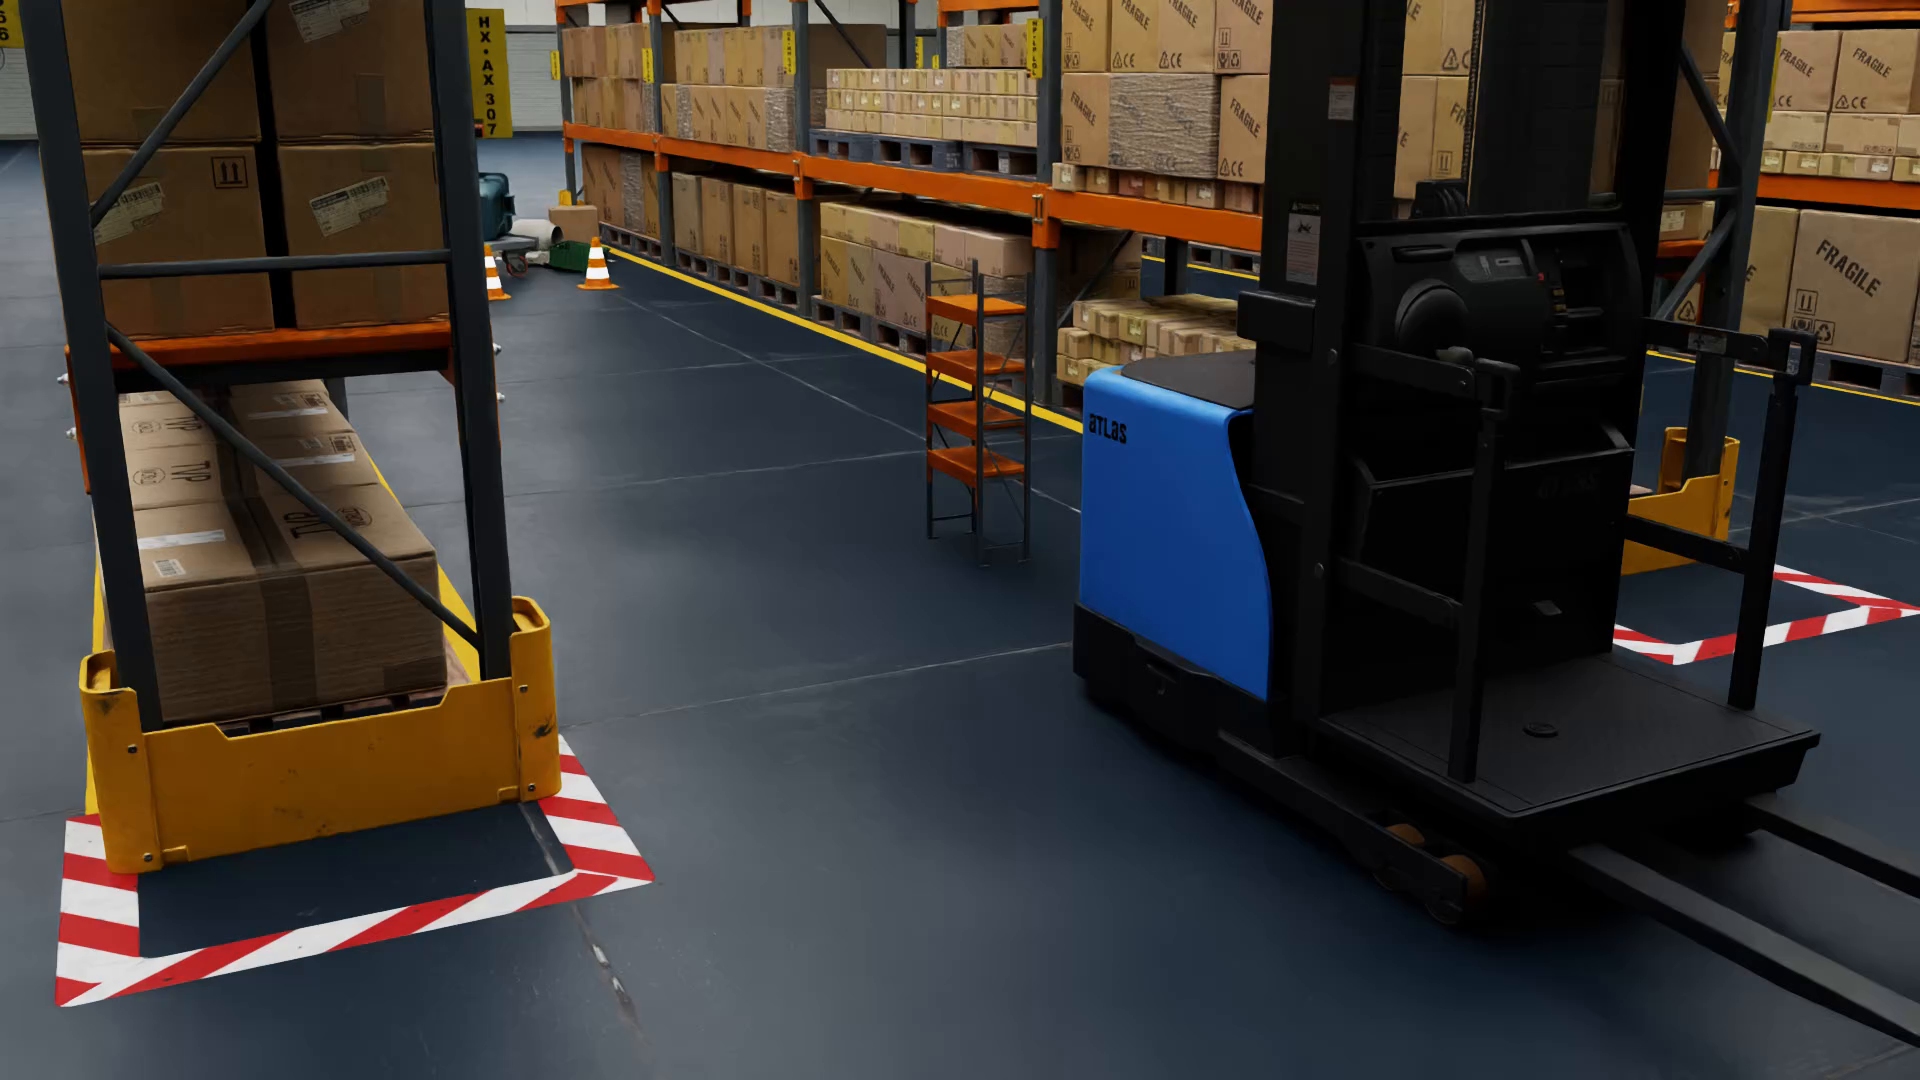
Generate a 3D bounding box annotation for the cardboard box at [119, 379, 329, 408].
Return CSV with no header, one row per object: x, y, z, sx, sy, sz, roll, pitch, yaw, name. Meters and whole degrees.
-3.304,-0.490,7.403,0.875,0.438,0.875,-8,18,-26,cardboard box

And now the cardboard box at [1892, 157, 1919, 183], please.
5.940,-2.265,10.161,0.380,0.149,0.250,-8,18,-26,cardboard box

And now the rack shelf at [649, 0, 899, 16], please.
-1.706,-4.895,14.736,1.077,0.370,4.000,-8,18,-25,rack shelf

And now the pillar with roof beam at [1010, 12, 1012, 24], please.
-2.402,-17.390,51.535,9.100,9.000,0.400,-8,18,-25,pillar with roof beam

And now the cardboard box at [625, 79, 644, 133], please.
-3.016,-4.591,17.538,0.875,0.550,0.550,-8,18,-25,cardboard box

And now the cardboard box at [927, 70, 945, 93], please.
0.001,-3.077,11.152,0.380,0.149,0.250,-9,18,-27,cardboard box

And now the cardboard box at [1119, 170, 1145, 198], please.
1.096,-1.966,9.118,0.380,0.149,0.250,-9,18,-27,cardboard box

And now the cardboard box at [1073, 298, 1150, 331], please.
0.887,-1.318,9.735,0.380,0.149,0.250,-7,17,-23,cardboard box

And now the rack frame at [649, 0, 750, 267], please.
-2.582,-4.295,16.779,1.000,3.000,0.127,-8,18,-25,rack frame

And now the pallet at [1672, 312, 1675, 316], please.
5.020,-1.727,12.887,1.003,0.211,1.213,-8,18,-25,pallet

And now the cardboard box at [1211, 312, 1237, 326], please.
1.619,-1.179,9.249,0.380,0.149,0.250,-7,17,-23,cardboard box

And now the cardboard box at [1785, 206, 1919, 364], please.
6.037,-1.670,10.721,0.875,0.875,0.875,-8,18,-25,cardboard box

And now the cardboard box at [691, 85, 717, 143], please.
-2.155,-3.931,15.328,0.500,0.500,0.500,-8,18,-25,cardboard box

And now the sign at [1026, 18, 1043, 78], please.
0.425,-2.800,9.470,0.100,0.325,0.005,-8,18,-25,sign

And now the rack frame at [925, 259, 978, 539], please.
-0.034,-0.596,7.153,0.240,1.200,0.015,-8,18,-25,rack frame

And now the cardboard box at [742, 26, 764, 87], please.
-1.467,-4.196,14.442,0.700,0.500,0.500,-8,18,-26,cardboard box

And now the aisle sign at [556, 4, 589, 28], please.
-4.635,-6.518,19.812,0.394,0.787,0.004,-8,18,-25,aisle sign

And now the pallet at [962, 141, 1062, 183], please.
0.718,-2.426,10.615,1.003,0.211,1.213,-8,18,-25,pallet

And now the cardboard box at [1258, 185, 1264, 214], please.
1.662,-1.639,7.980,0.380,0.149,0.250,-7,18,-24,cardboard box

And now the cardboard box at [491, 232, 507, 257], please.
-4.991,-3.184,17.866,0.396,0.266,0.258,-5,17,-15,cardboard box

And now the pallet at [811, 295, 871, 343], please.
-0.489,-1.769,13.032,1.003,0.211,1.213,-8,18,-25,pallet

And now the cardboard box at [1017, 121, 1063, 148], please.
0.571,-2.467,10.103,0.380,0.149,0.250,-8,18,-26,cardboard box

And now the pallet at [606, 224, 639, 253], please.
-3.384,-3.455,18.909,1.003,0.211,1.213,-8,18,-25,pallet

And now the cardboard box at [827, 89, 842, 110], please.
-0.799,-3.383,12.756,0.380,0.149,0.250,-7,17,-22,cardboard box

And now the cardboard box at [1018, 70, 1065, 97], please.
0.571,-2.754,10.026,0.380,0.149,0.250,-7,17,-22,cardboard box

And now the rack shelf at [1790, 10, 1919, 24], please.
14.403,-8.257,26.451,1.077,0.370,4.000,-8,18,-25,rack shelf

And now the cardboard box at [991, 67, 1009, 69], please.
0.892,-5.674,20.863,0.875,0.500,0.500,-8,18,-25,cardboard box

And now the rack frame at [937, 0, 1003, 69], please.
0.168,-5.861,22.236,1.000,3.000,0.127,-8,18,-25,rack frame

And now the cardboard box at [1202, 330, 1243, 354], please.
1.476,-0.994,8.603,0.380,0.149,0.250,-8,18,-27,cardboard box

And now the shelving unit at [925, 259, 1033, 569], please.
0.073,-0.536,6.942,0.258,1.200,0.503,-8,18,-25,shelving unit

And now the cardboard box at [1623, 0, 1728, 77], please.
2.717,-2.134,6.717,0.500,0.500,0.500,-8,18,-25,cardboard box

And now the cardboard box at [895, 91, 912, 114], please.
-0.233,-3.064,11.644,0.380,0.149,0.250,-8,18,-25,cardboard box

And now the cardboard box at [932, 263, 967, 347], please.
0.147,-1.592,11.130,0.500,0.500,0.500,-8,18,-26,cardboard box

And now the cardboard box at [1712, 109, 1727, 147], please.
5.396,-2.808,11.331,0.500,0.250,0.500,-8,18,-26,cardboard box

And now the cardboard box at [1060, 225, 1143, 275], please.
0.836,-1.887,10.800,0.500,0.250,0.500,-9,18,-27,cardboard box

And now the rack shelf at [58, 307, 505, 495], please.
-2.607,-0.846,6.066,1.077,0.370,4.000,-8,18,-25,rack shelf

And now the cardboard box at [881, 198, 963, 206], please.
-0.295,-2.526,13.026,0.500,0.250,0.500,-8,18,-26,cardboard box

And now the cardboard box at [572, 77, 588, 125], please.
-4.131,-5.272,19.913,0.875,0.550,0.550,-8,18,-25,cardboard box

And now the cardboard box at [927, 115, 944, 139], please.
-0.003,-2.789,11.227,0.380,0.149,0.250,-7,17,-22,cardboard box

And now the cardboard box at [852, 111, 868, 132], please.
-0.579,-3.115,12.363,0.380,0.149,0.250,-7,17,-22,cardboard box

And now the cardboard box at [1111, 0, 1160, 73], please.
1.142,-2.715,8.740,0.500,0.500,0.500,-8,18,-27,cardboard box

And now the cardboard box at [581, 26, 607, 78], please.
-3.760,-5.501,18.751,0.875,0.550,0.550,-8,18,-25,cardboard box

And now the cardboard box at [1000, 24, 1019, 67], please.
0.822,-5.991,20.158,0.500,0.500,0.500,-8,18,-25,cardboard box

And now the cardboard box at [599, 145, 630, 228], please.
-3.591,-4.089,19.153,0.875,0.875,0.875,-8,18,-26,cardboard box

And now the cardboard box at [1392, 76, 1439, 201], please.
2.026,-1.719,7.083,0.500,0.500,0.500,-8,18,-26,cardboard box

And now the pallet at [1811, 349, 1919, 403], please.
6.227,-1.044,10.507,1.003,0.211,1.213,-8,18,-25,pallet

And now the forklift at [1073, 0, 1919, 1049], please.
1.506,-0.621,4.102,1.130,2.935,3.031,-8,18,-27,forklift

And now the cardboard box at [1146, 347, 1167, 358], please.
1.240,-0.982,9.102,0.380,0.149,0.250,-9,18,-28,cardboard box

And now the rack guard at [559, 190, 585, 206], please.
-4.345,-4.091,20.601,1.175,0.500,0.348,-8,18,-25,rack guard

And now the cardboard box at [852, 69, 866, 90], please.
-0.578,-3.404,12.292,0.380,0.149,0.250,-8,18,-25,cardboard box

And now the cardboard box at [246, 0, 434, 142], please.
-1.685,-1.378,4.622,0.500,0.500,0.500,-8,18,-26,cardboard box

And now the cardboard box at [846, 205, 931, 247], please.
-0.523,-2.338,12.370,0.500,0.250,0.500,-8,18,-26,cardboard box

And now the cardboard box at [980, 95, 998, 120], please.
0.348,-2.737,10.506,0.380,0.149,0.250,-7,17,-22,cardboard box

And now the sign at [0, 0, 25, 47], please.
-2.225,-1.304,3.830,0.100,0.325,0.005,-8,18,-25,sign

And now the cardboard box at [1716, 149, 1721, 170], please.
5.371,-2.586,11.280,0.380,0.149,0.250,-8,18,-27,cardboard box

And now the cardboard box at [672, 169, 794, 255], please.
-2.229,-3.272,16.533,1.050,0.750,0.750,-8,18,-25,cardboard box
